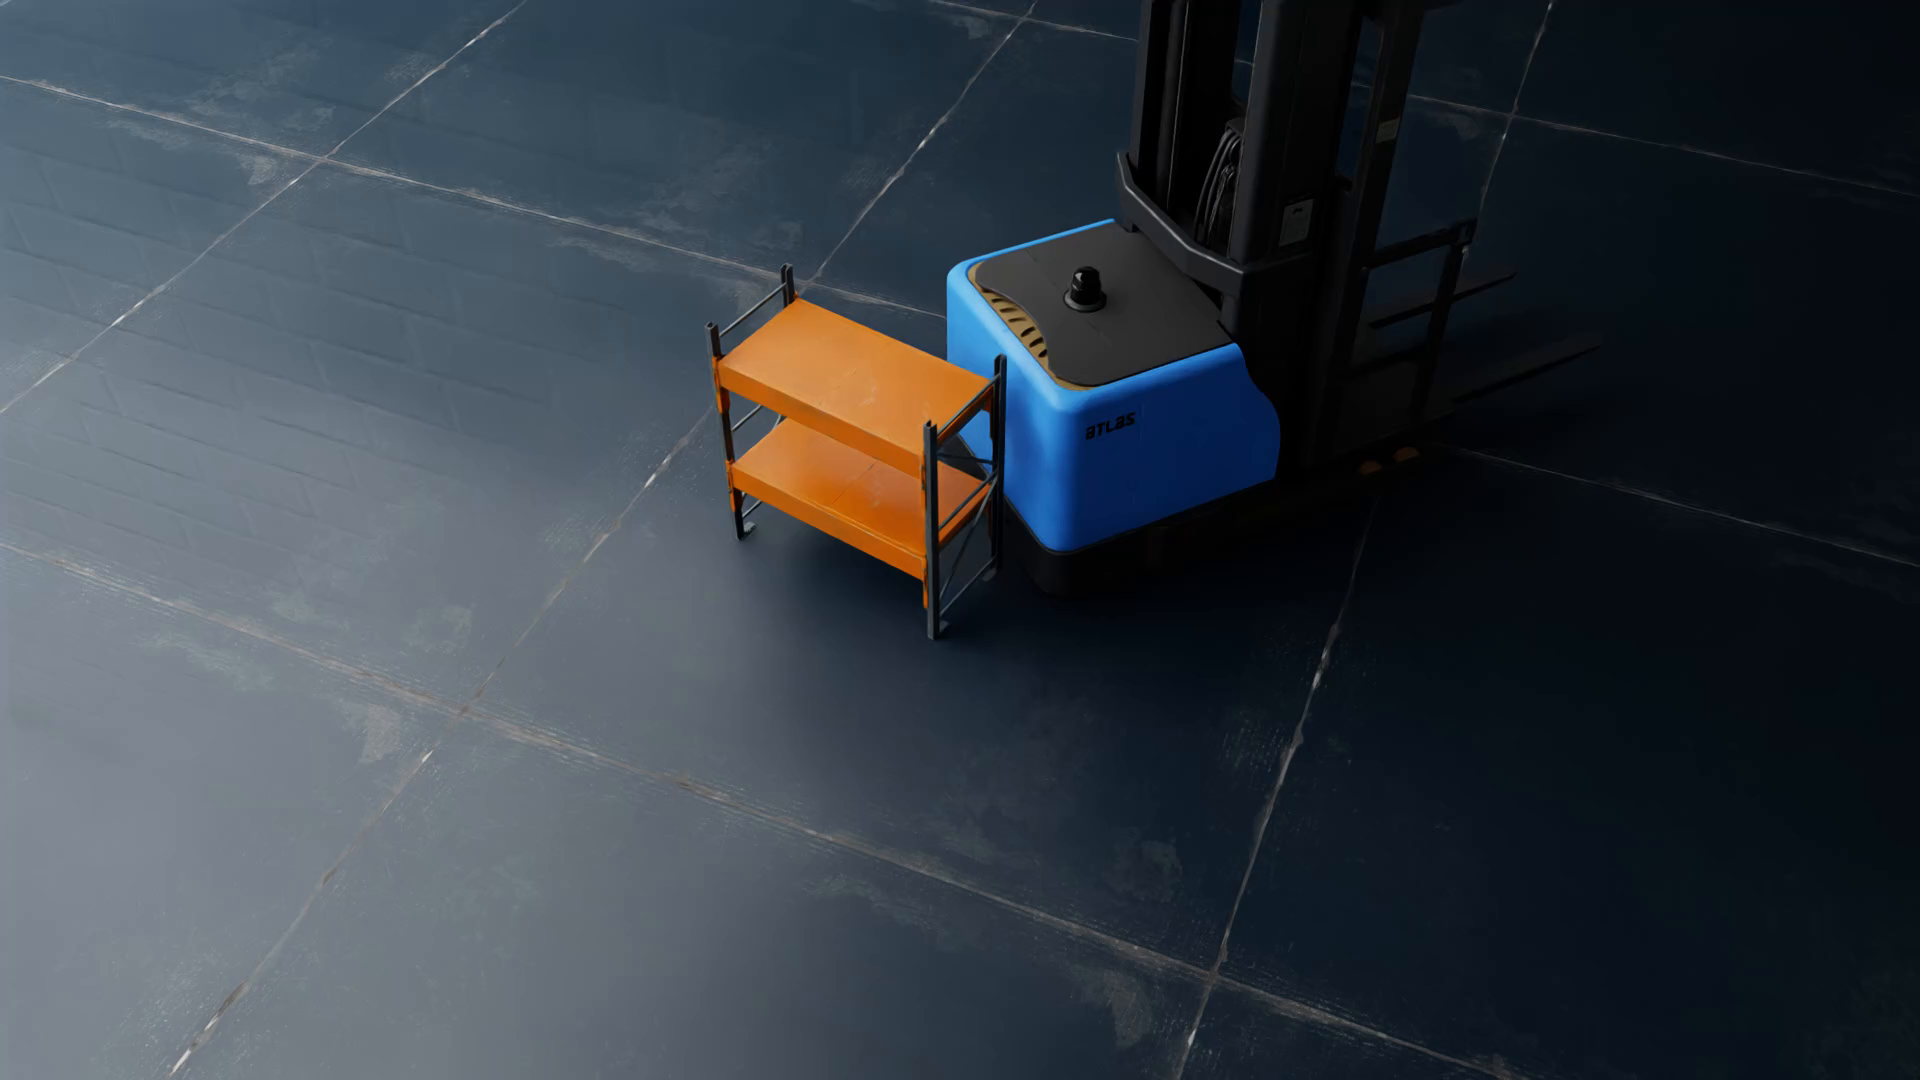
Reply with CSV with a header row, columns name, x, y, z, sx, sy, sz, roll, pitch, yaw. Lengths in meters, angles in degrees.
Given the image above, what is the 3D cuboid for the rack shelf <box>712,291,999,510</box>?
name,x,y,z,sx,sy,sz,roll,pitch,yaw
rack shelf,-0.397,-0.555,6.435,1.000,0.278,0.538,26,50,24

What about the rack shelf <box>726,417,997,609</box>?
name,x,y,z,sx,sy,sz,roll,pitch,yaw
rack shelf,-0.397,-0.175,6.814,1.000,0.278,0.538,26,50,24

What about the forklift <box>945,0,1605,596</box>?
name,x,y,z,sx,sy,sz,roll,pitch,yaw
forklift,1.486,-1.541,6.559,3.031,2.935,1.130,-19,48,-18

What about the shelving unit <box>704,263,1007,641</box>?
name,x,y,z,sx,sy,sz,roll,pitch,yaw
shelving unit,-0.397,-0.348,6.641,1.048,1.125,0.538,26,50,24

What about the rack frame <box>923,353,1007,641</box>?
name,x,y,z,sx,sy,sz,roll,pitch,yaw
rack frame,0.022,-0.146,6.438,0.032,1.125,0.500,26,50,24

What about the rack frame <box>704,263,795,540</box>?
name,x,y,z,sx,sy,sz,roll,pitch,yaw
rack frame,-0.817,-0.550,6.844,0.032,1.125,0.500,26,50,24
